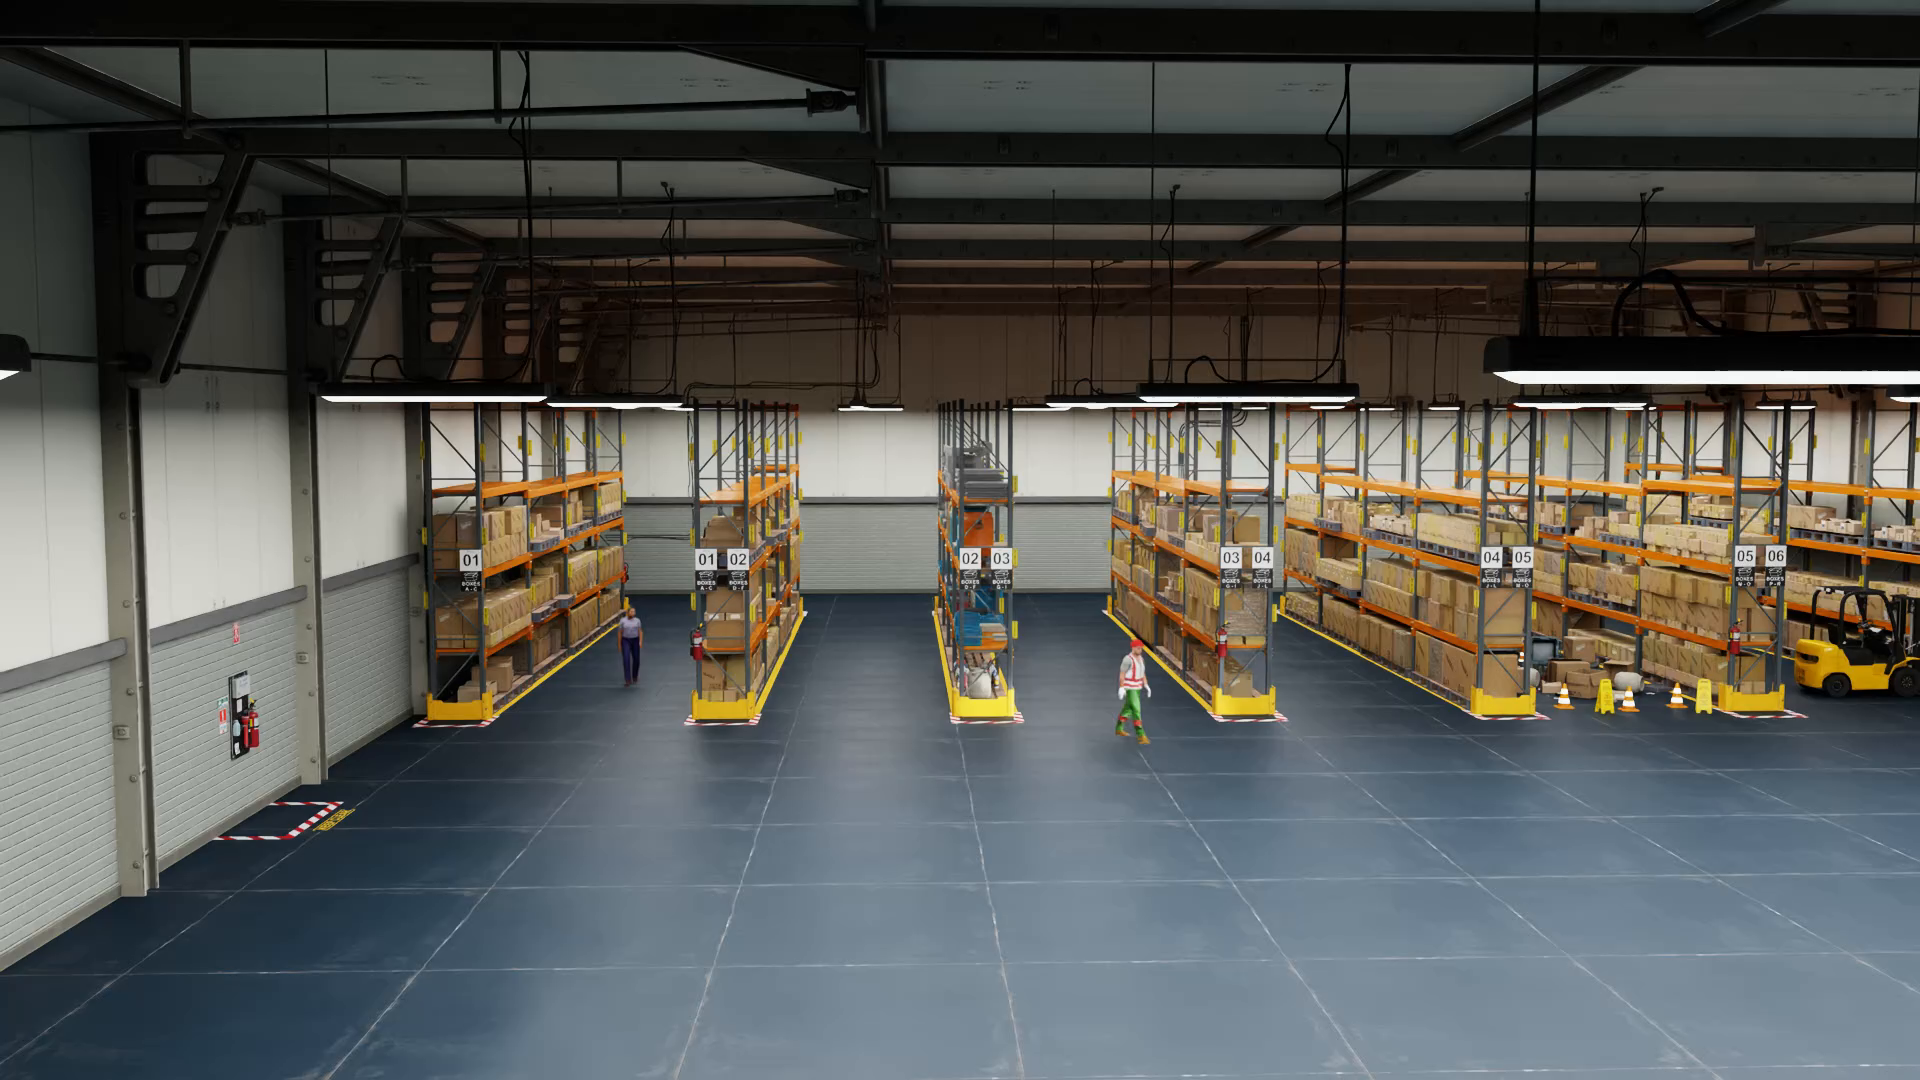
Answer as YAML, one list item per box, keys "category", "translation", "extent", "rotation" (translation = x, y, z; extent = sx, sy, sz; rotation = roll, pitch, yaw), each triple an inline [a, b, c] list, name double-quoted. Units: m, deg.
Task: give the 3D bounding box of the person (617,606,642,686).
- category: "person"
  translation: [-6.972, 2.246, 35.355]
  extent: [0.509, 1.640, 0.733]
  rotation: [-2, 5, -25]

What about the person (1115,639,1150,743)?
- category: "person"
  translation: [3.074, 2.616, 29.164]
  extent: [0.881, 1.762, 0.564]
  rotation: [3, 5, 36]

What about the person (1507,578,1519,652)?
- category: "person"
  translation: [13.329, 1.809, 39.938]
  extent: [0.508, 1.806, 0.543]
  rotation: [-1, 5, -17]
